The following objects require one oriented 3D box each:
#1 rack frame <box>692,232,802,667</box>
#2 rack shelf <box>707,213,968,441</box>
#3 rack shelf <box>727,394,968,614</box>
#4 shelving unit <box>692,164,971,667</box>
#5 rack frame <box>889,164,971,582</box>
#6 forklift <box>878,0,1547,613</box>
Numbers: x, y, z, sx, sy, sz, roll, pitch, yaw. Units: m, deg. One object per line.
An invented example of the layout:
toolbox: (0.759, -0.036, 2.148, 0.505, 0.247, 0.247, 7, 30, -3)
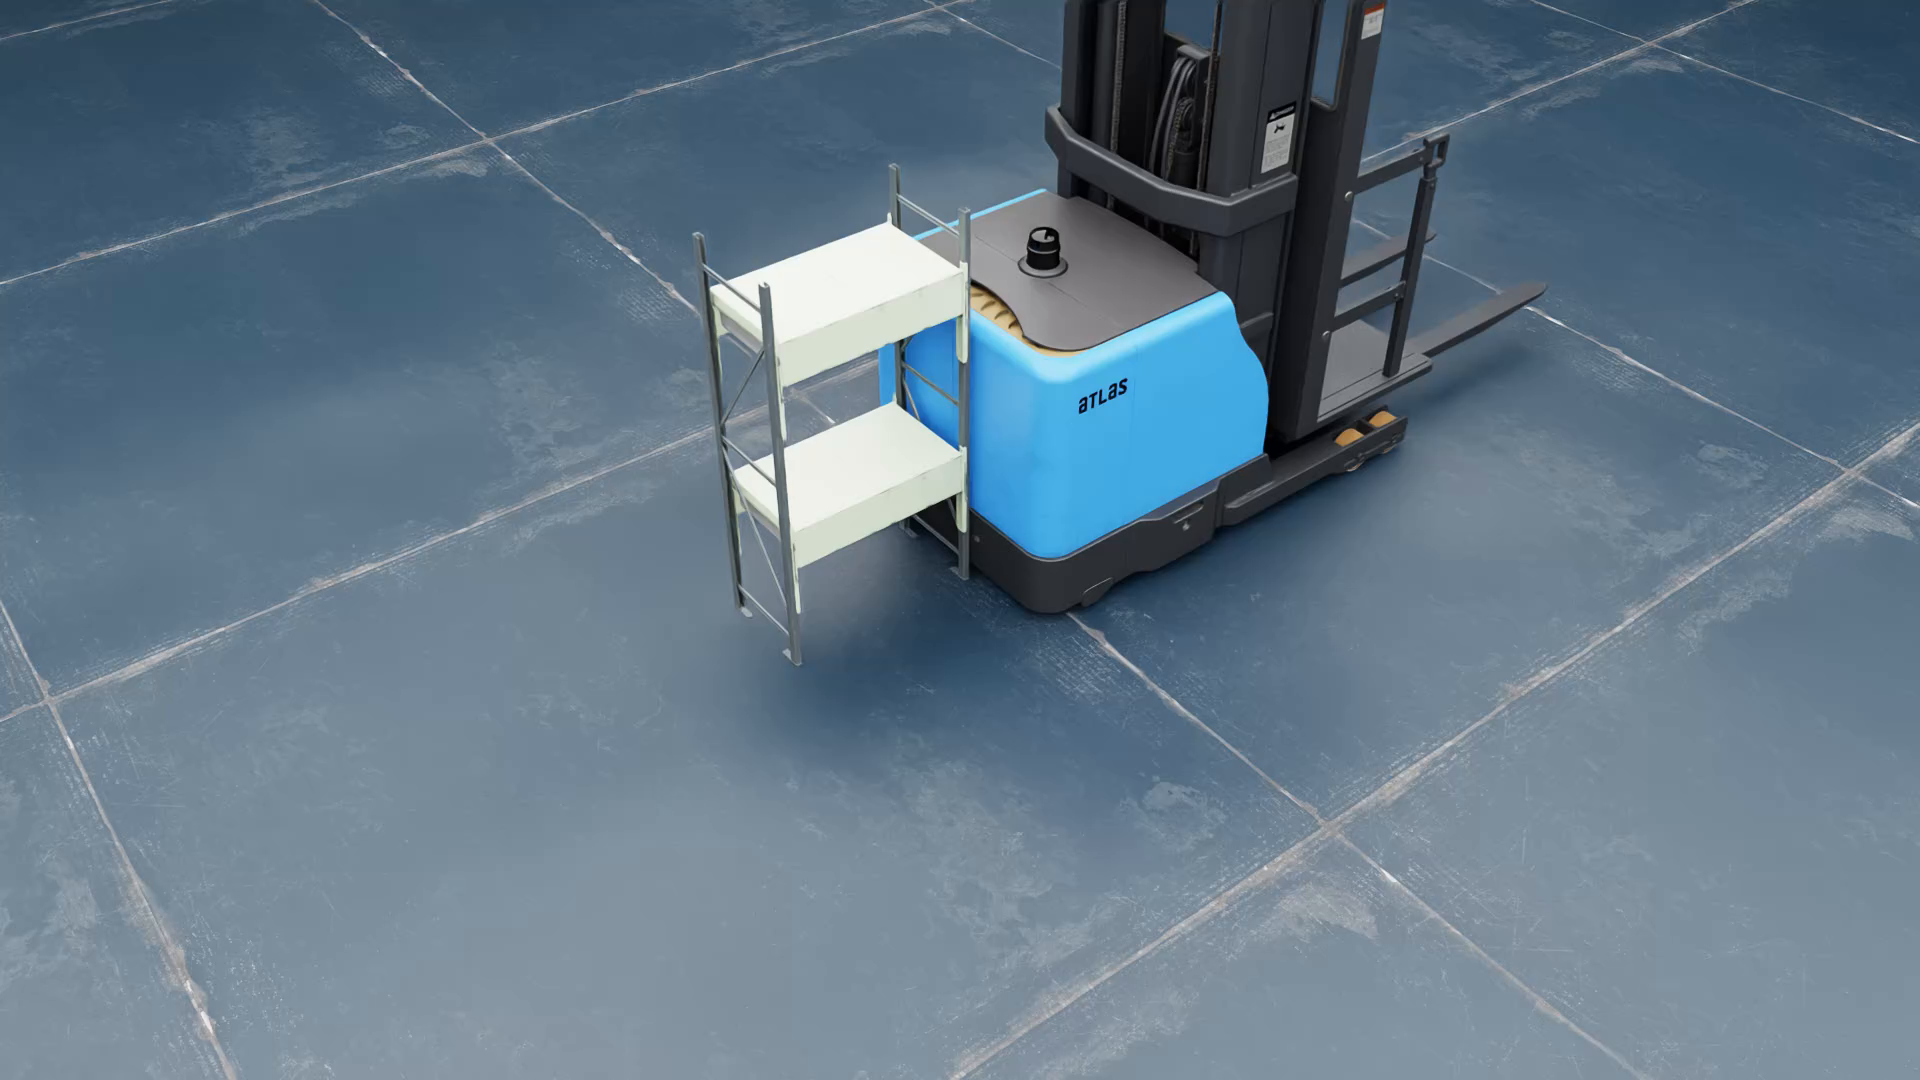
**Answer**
rack frame: (-0.675, -0.246, 5.368, 0.023, 1.500, 0.400, -26, 46, -28)
rack shelf: (-0.387, -0.691, 5.294, 0.720, 0.370, 0.431, -26, 46, -28)
rack shelf: (-0.387, -0.137, 5.748, 0.720, 0.370, 0.431, -26, 46, -28)
shelving unit: (-0.387, -0.389, 5.541, 0.755, 1.500, 0.431, -26, 46, -28)
rack frame: (-0.098, -0.531, 5.715, 0.023, 1.500, 0.400, -26, 46, -28)
forklift: (1.163, -1.645, 5.944, 3.031, 2.935, 1.130, -26, 46, -28)
